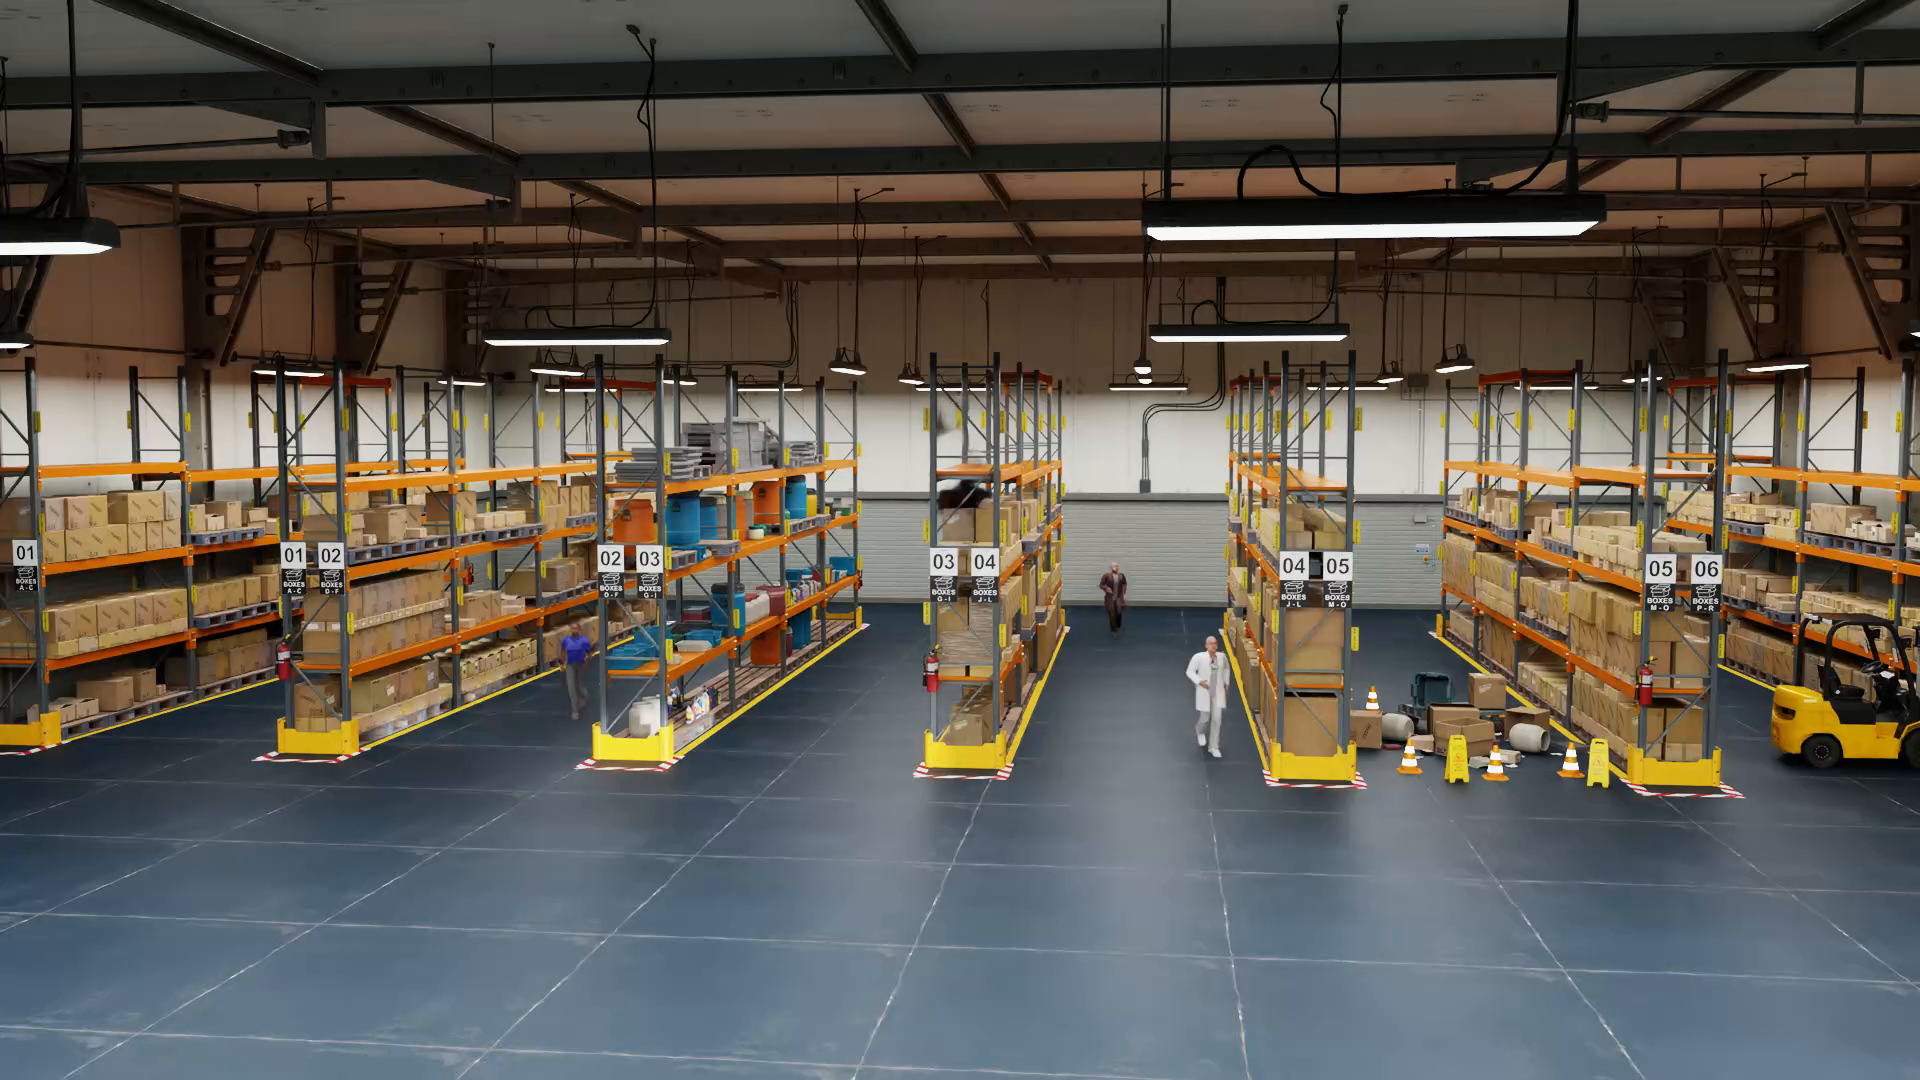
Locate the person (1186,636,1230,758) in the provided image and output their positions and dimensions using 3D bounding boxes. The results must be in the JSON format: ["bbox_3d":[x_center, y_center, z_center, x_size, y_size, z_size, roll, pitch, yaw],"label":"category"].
[{"bbox_3d":[3.777,2.342,25.190,0.713,1.774,0.955,0,4,-5],"label":"person"}]

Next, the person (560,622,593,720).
[{"bbox_3d":[-6.534,2.196,28.349,0.559,1.640,0.836,0,4,-6],"label":"person"}]

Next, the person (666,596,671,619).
[{"bbox_3d":[-7.713,1.174,42.444,0.719,1.746,0.644,2,4,20],"label":"person"}]

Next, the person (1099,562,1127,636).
[{"bbox_3d":[3.592,1.388,38.716,0.685,1.745,0.644,0,4,-5],"label":"person"}]
